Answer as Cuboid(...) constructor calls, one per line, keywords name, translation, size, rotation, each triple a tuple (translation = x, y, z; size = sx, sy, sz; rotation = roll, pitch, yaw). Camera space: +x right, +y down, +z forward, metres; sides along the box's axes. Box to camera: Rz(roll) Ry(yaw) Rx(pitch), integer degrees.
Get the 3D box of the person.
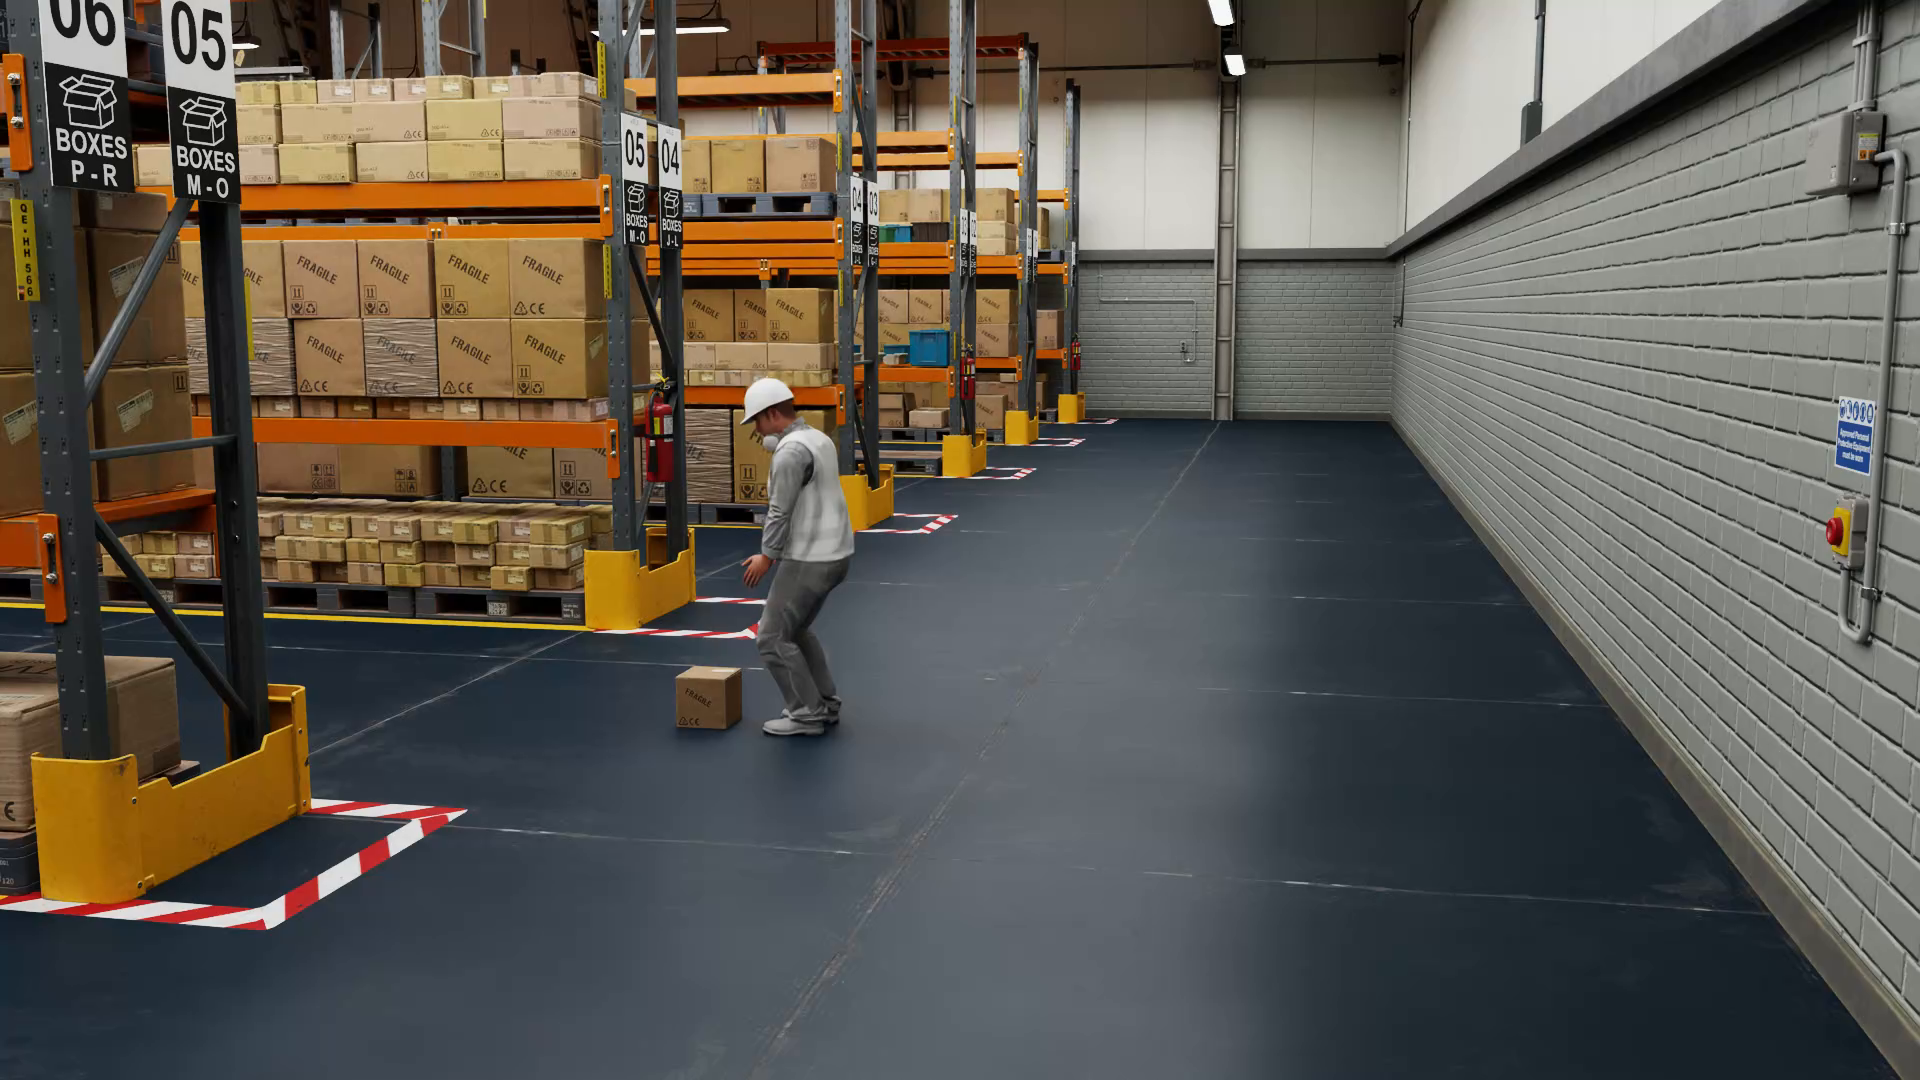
Cuboid(name="person", translation=(-0.783, 0.078, 7.928), size=(0.516, 1.695, 0.567), rotation=(2, 8, 13))
